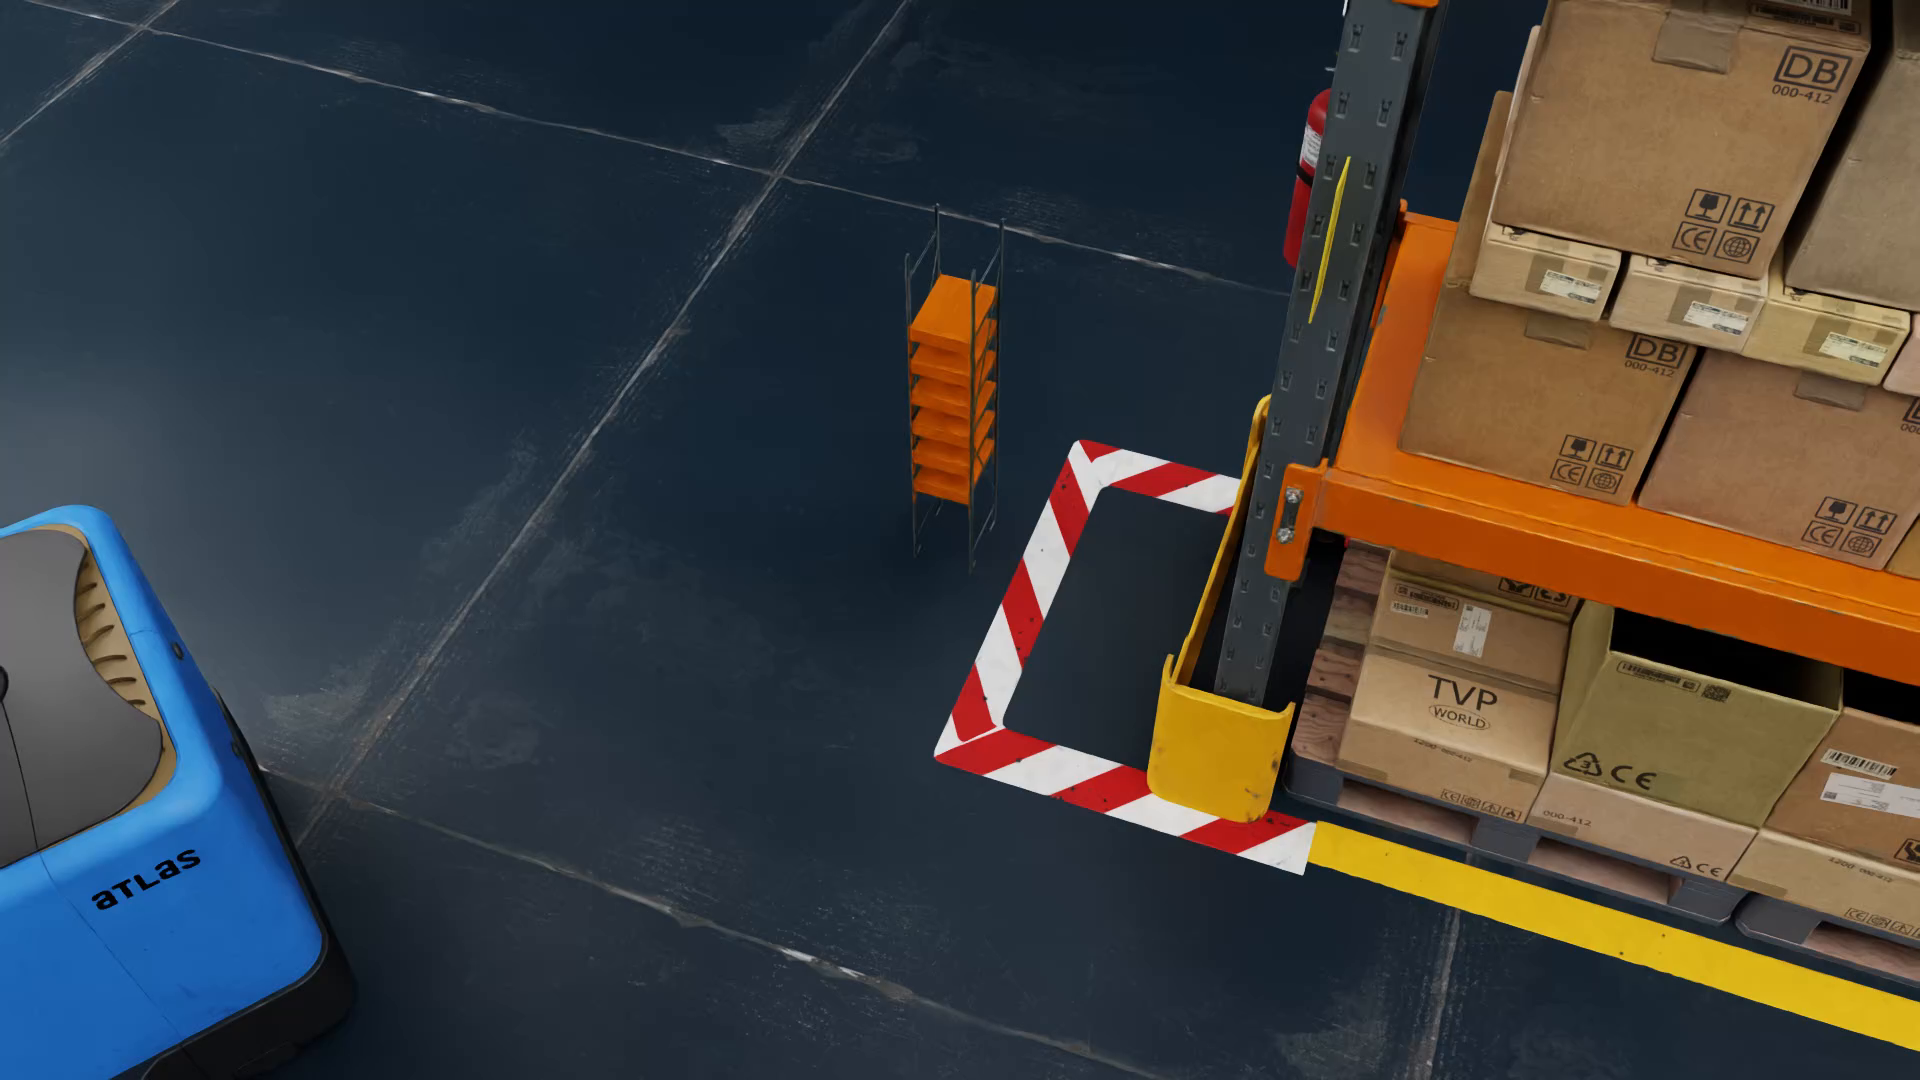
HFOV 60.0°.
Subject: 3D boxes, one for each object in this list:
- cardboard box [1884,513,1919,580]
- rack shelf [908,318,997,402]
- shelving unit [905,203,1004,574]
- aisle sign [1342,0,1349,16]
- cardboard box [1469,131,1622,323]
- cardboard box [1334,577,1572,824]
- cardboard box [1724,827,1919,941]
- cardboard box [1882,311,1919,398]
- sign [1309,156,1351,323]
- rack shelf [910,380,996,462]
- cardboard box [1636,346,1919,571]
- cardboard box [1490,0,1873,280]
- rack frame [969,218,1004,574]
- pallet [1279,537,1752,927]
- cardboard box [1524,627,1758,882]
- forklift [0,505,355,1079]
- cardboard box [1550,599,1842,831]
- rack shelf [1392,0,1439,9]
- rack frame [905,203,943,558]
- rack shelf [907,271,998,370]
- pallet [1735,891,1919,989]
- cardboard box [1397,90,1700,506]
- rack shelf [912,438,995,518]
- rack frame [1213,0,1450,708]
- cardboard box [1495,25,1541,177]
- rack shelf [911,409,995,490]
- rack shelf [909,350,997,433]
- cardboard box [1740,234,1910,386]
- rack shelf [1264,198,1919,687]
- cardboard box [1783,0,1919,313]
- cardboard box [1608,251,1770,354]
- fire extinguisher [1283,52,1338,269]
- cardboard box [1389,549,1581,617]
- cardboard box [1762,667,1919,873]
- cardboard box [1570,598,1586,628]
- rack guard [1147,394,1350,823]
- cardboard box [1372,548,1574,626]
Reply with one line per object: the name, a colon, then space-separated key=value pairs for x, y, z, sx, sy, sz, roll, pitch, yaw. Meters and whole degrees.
cardboard box: x=2.283 y=-0.275 z=3.437 sx=0.500 sy=0.500 sz=0.700 roll=16 pitch=51 yaw=13
rack shelf: x=-0.014 y=-0.525 z=4.652 sx=0.180 sy=0.103 sz=0.258 roll=16 pitch=51 yaw=13
shelving unit: x=-0.014 y=-0.397 z=4.800 sx=0.189 sy=1.200 sz=0.258 roll=16 pitch=51 yaw=13
aisle sign: x=0.723 y=-1.293 z=2.665 sx=0.004 sy=0.787 sz=0.394 roll=16 pitch=51 yaw=13
cardboard box: x=1.185 y=-0.631 z=3.317 sx=0.250 sy=0.149 sz=0.380 roll=15 pitch=51 yaw=13
cardboard box: x=1.317 y=0.420 z=4.443 sx=0.500 sy=0.250 sz=0.500 roll=16 pitch=51 yaw=13
cardboard box: x=2.256 y=0.679 z=4.218 sx=0.500 sy=0.250 sz=0.500 roll=16 pitch=51 yaw=13
cardboard box: x=1.903 y=-0.430 z=3.142 sx=0.250 sy=0.149 sz=0.380 roll=15 pitch=51 yaw=13
sign: x=0.693 y=-0.559 z=3.124 sx=0.005 sy=0.325 sz=0.100 roll=16 pitch=51 yaw=13
rack shelf: x=-0.014 y=-0.368 z=4.833 sx=0.180 sy=0.103 sz=0.258 roll=16 pitch=51 yaw=13
cardboard box: x=1.819 y=-0.409 z=3.553 sx=0.500 sy=0.500 sz=0.700 roll=17 pitch=51 yaw=14
cardboard box: x=1.374 y=-0.954 z=3.167 sx=0.500 sy=0.500 sz=0.700 roll=16 pitch=51 yaw=13
rack frame: x=0.072 y=-0.373 z=4.779 sx=0.006 sy=1.200 sz=0.240 roll=16 pitch=51 yaw=13
pallet: x=1.623 y=0.442 z=4.727 sx=1.213 sy=0.211 sz=1.003 roll=16 pitch=51 yaw=13
cardboard box: x=1.787 y=0.548 z=4.332 sx=0.500 sy=0.250 sz=0.500 roll=16 pitch=51 yaw=13
forklift: x=-3.028 y=0.554 z=2.830 sx=3.031 sy=2.935 sz=1.130 roll=-27 pitch=54 yaw=-21
cardboard box: x=1.787 y=0.304 z=4.047 sx=0.500 sy=0.500 sz=0.500 roll=16 pitch=51 yaw=13
rack shelf: x=2.767 y=-0.865 z=2.505 sx=4.000 sy=0.370 sz=1.077 roll=16 pitch=51 yaw=13
rack frame: x=-0.099 y=-0.421 z=4.821 sx=0.006 sy=1.200 sz=0.240 roll=16 pitch=51 yaw=13
rack shelf: x=-0.014 y=-0.603 z=4.561 sx=0.180 sy=0.103 sz=0.258 roll=16 pitch=51 yaw=13
pallet: x=2.764 y=0.763 z=4.449 sx=1.213 sy=0.211 sz=1.003 roll=16 pitch=51 yaw=13
cardboard box: x=1.325 y=-0.543 z=3.669 sx=0.500 sy=0.500 sz=0.700 roll=16 pitch=51 yaw=13
rack shelf: x=-0.014 y=-0.210 z=5.015 sx=0.180 sy=0.103 sz=0.258 roll=16 pitch=51 yaw=13
rack frame: x=0.891 y=-0.641 z=3.821 sx=0.127 sy=3.000 sz=1.000 roll=16 pitch=51 yaw=13
cardboard box: x=1.316 y=-0.922 z=3.568 sx=0.250 sy=0.149 sz=0.380 roll=15 pitch=51 yaw=13
rack shelf: x=-0.014 y=-0.289 z=4.924 sx=0.180 sy=0.103 sz=0.258 roll=16 pitch=51 yaw=13
rack shelf: x=-0.014 y=-0.446 z=4.743 sx=0.180 sy=0.103 sz=0.258 roll=16 pitch=51 yaw=13
cardboard box: x=1.667 y=-0.498 z=3.201 sx=0.250 sy=0.149 sz=0.380 roll=16 pitch=51 yaw=13
rack shelf: x=2.767 y=0.118 z=3.639 sx=4.000 sy=0.370 sz=1.077 roll=16 pitch=51 yaw=13
cardboard box: x=1.869 y=-0.820 z=3.051 sx=0.500 sy=0.500 sz=0.700 roll=14 pitch=51 yaw=12
cardboard box: x=1.433 y=-0.564 z=3.258 sx=0.250 sy=0.149 sz=0.380 roll=14 pitch=51 yaw=12
fire extinguisher: x=0.941 y=-0.976 z=4.162 sx=0.183 sy=0.674 sz=0.296 roll=16 pitch=51 yaw=13
cardboard box: x=1.497 y=-0.195 z=4.479 sx=0.500 sy=0.500 sz=0.500 roll=16 pitch=51 yaw=13
cardboard box: x=2.260 y=0.425 z=3.942 sx=0.500 sy=0.500 sz=0.500 roll=16 pitch=51 yaw=13
cardboard box: x=1.970 y=0.175 z=4.655 sx=0.500 sy=0.250 sz=0.500 roll=16 pitch=51 yaw=13
rack guard: x=0.869 y=0.171 z=4.771 sx=0.348 sy=0.500 sz=1.175 roll=16 pitch=51 yaw=13
cardboard box: x=1.497 y=0.052 z=4.761 sx=0.500 sy=0.250 sz=0.500 roll=16 pitch=51 yaw=13
